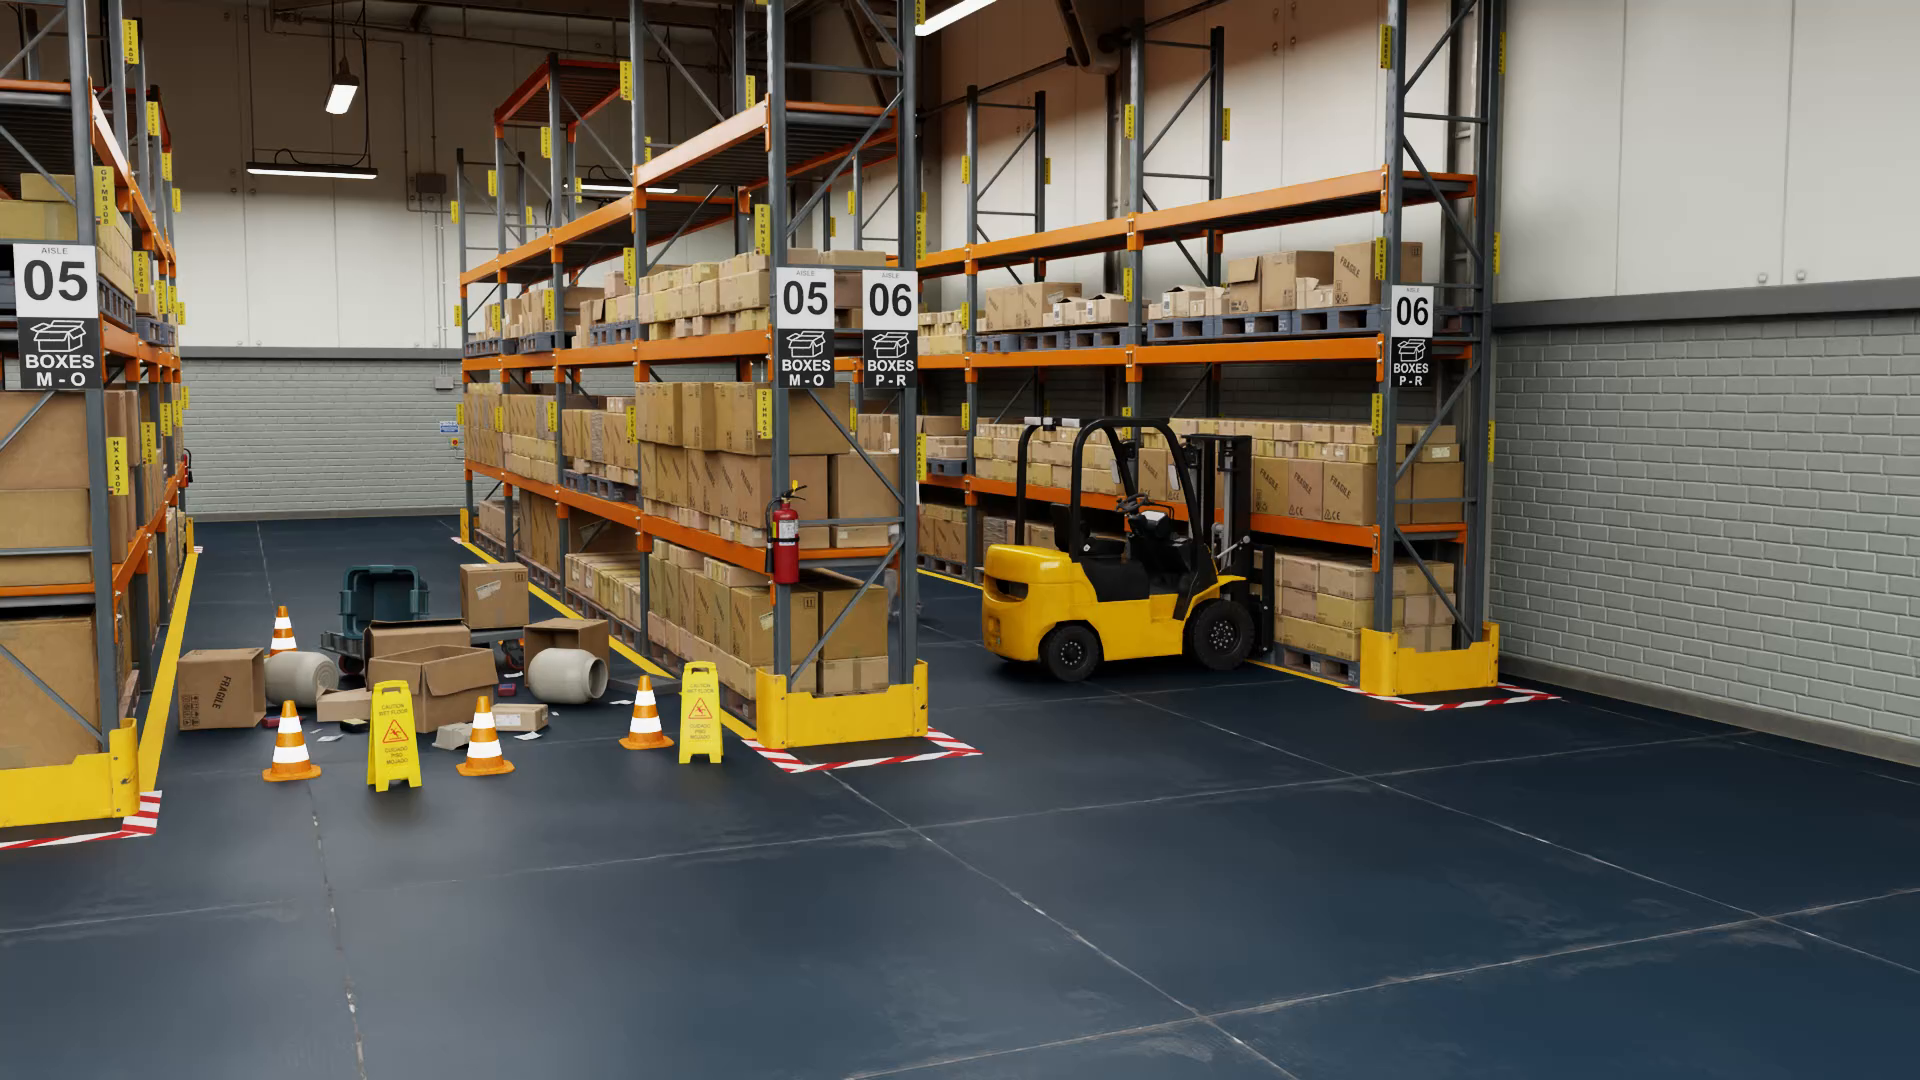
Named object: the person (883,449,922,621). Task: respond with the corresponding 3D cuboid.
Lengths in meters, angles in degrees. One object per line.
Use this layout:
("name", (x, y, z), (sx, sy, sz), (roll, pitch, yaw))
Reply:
("person", (-0.725, -0.056, 17.062), (0.783, 1.746, 0.589), (-3, 6, -32))
